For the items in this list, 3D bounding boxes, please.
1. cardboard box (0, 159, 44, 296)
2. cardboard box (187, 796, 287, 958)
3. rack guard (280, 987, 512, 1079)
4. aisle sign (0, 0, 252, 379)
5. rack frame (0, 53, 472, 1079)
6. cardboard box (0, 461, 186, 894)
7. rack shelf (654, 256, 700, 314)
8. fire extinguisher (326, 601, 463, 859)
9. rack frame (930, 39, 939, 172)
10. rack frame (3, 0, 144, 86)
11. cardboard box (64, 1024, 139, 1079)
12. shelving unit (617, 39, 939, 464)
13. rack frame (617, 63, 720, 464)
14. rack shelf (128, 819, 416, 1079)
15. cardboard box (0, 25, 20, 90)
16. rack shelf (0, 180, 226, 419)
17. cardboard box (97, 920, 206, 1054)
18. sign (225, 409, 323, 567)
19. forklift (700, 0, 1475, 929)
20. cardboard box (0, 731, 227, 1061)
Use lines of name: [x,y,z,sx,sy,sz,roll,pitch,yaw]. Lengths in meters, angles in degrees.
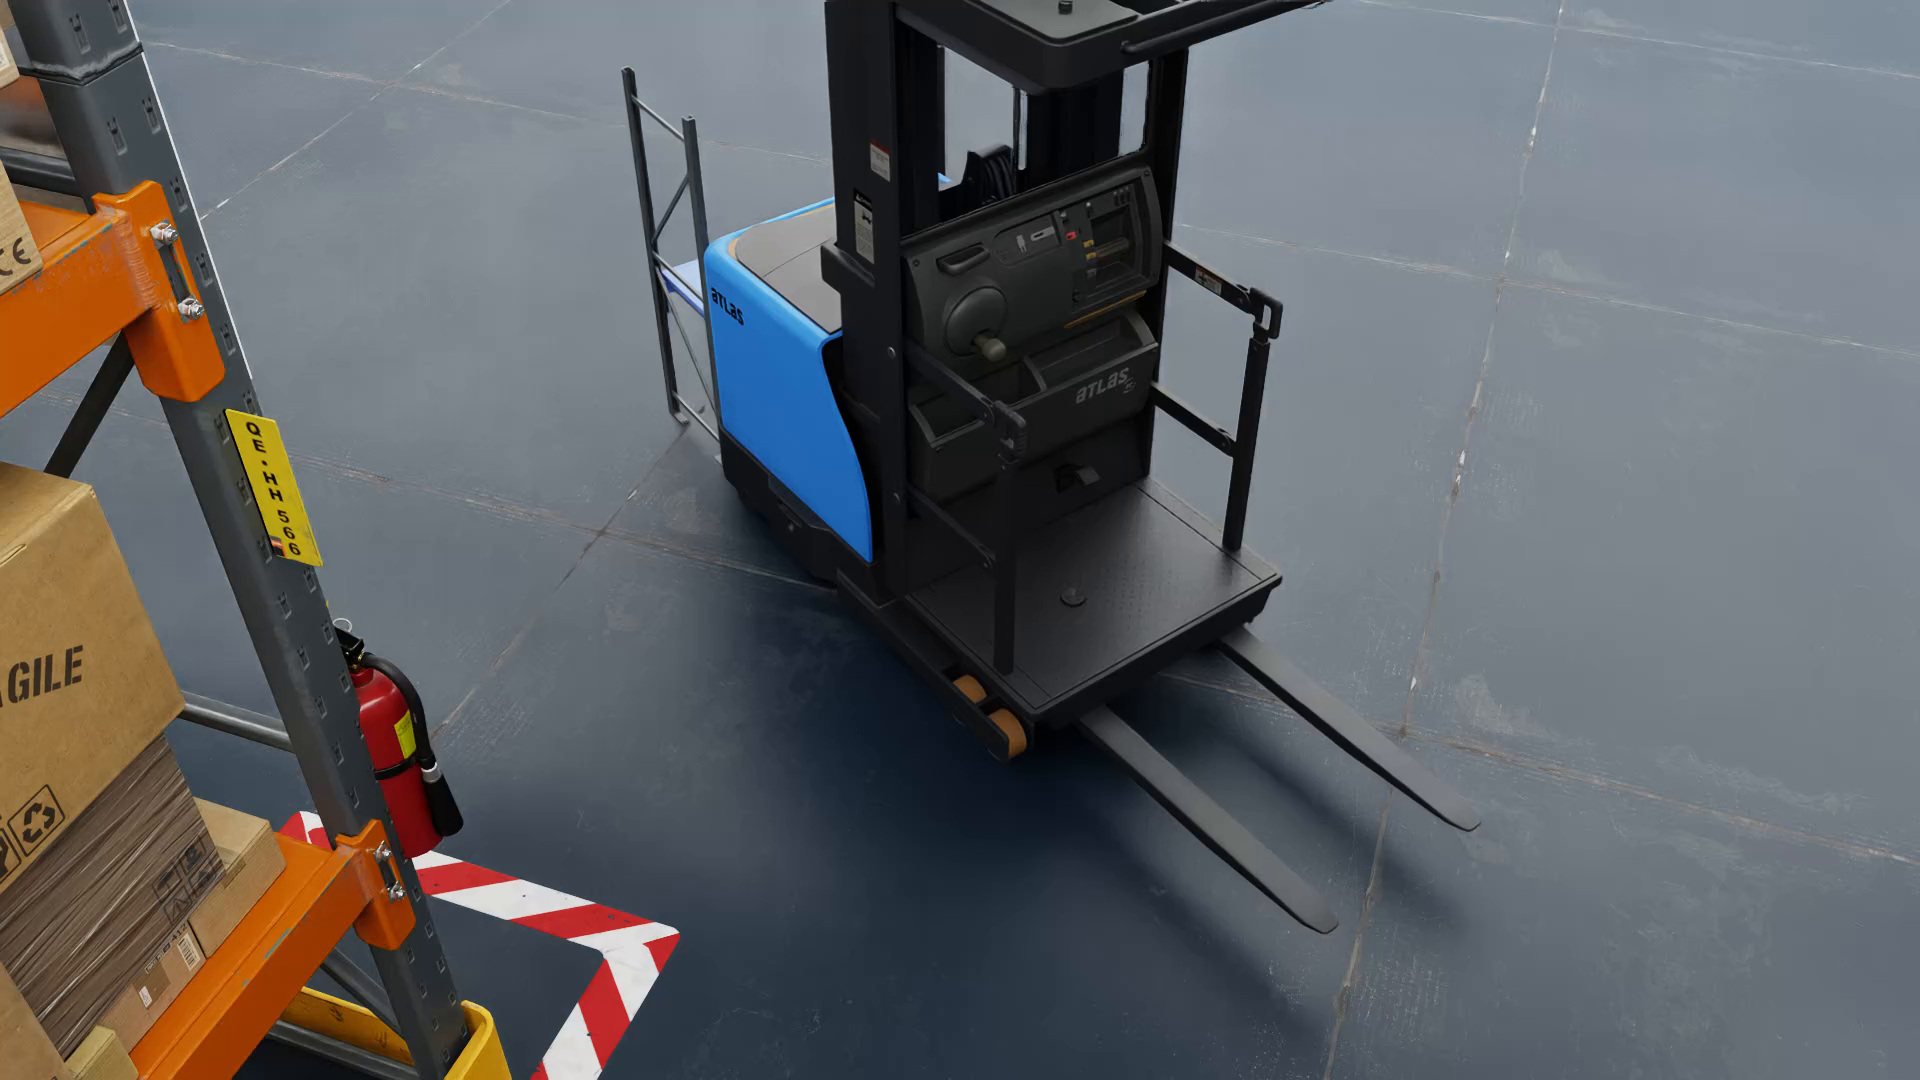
cardboard box: [-1.636,-0.395,2.206,0.500,0.250,0.500,14,42,16]
cardboard box: [-1.613,0.654,3.366,0.380,0.149,0.250,13,42,15]
rack guard: [-1.736,1.336,4.298,1.175,0.500,0.348,13,42,15]
aisle sign: [-1.407,-0.621,2.664,0.394,0.787,0.004,13,42,15]
rack frame: [-1.710,0.339,3.541,1.000,3.000,0.127,13,42,15]
cardboard box: [-1.666,0.198,2.630,0.500,0.500,0.500,13,42,15]
rack shelf: [-0.651,-1.046,6.597,1.000,0.185,0.538,-24,46,-26]
fire extinguisher: [-1.238,0.401,3.529,0.296,0.674,0.183,13,42,15]
rack frame: [-0.234,-1.372,6.702,0.032,1.500,0.500,-24,46,-26]
rack frame: [-1.710,-1.943,1.594,1.000,3.000,0.127,13,42,15]
cardboard box: [-1.737,0.971,2.995,0.380,0.149,0.250,13,42,15]
shelving unit: [-0.651,-1.183,6.480,1.048,1.500,0.538,-24,46,-26]
rack frame: [-1.067,-0.994,6.258,0.032,1.500,0.500,-24,46,-26]
rack shelf: [-2.394,1.833,2.345,1.077,0.370,4.000,13,42,15]
cardboard box: [-1.512,-0.658,2.208,0.380,0.149,0.250,13,42,15]
rack shelf: [-2.394,0.691,1.372,1.077,0.370,4.000,13,42,15]
cardboard box: [-1.699,0.807,3.187,0.380,0.149,0.250,13,42,15]
sign: [-1.195,-0.086,2.904,0.100,0.325,0.005,13,42,15]
forklift: [0.356,-0.777,4.902,1.130,2.935,3.031,-26,47,-27]
cardboard box: [-1.924,0.517,3.026,0.875,0.500,0.500,13,42,15]
